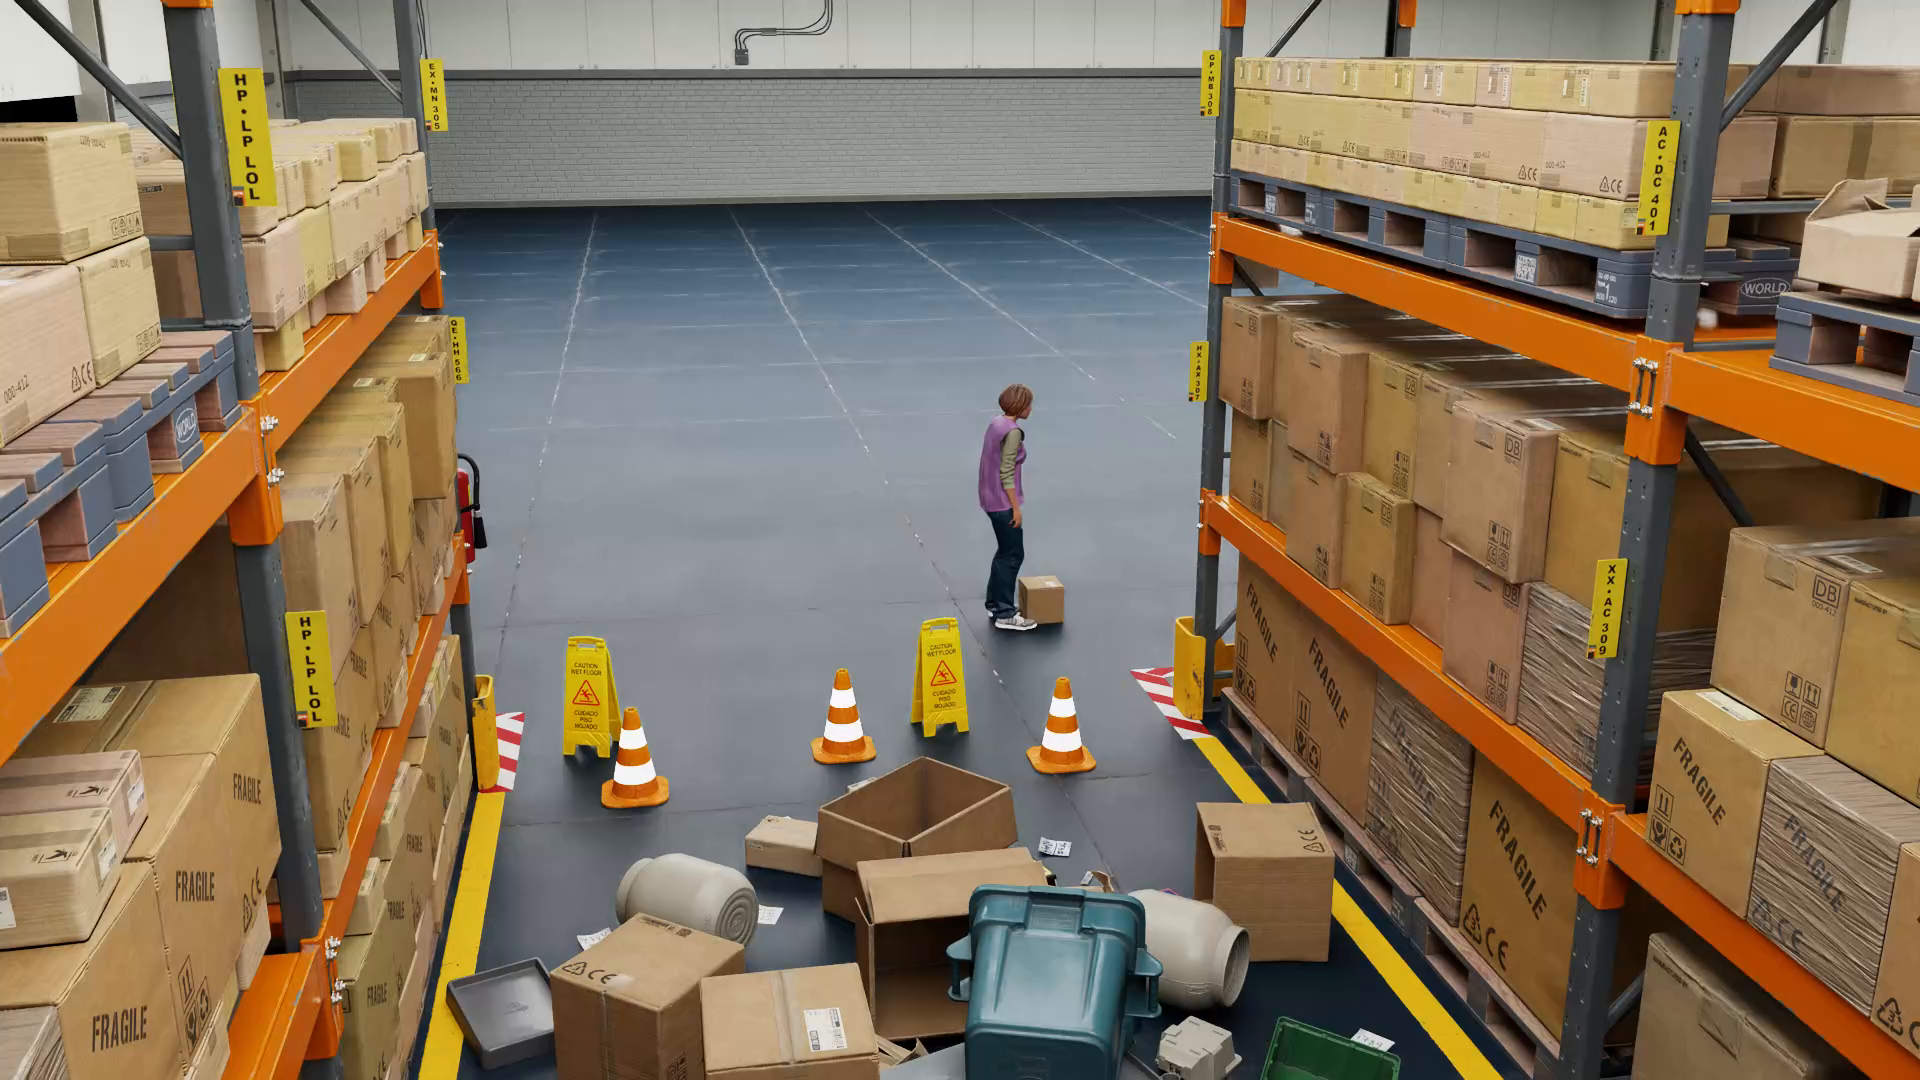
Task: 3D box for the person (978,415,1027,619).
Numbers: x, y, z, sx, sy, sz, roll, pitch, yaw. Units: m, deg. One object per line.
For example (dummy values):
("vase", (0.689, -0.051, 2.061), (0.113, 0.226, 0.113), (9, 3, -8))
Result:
("person", (0.273, -0.161, 10.832), (0.290, 1.327, 0.457), (-3, 17, -11))
